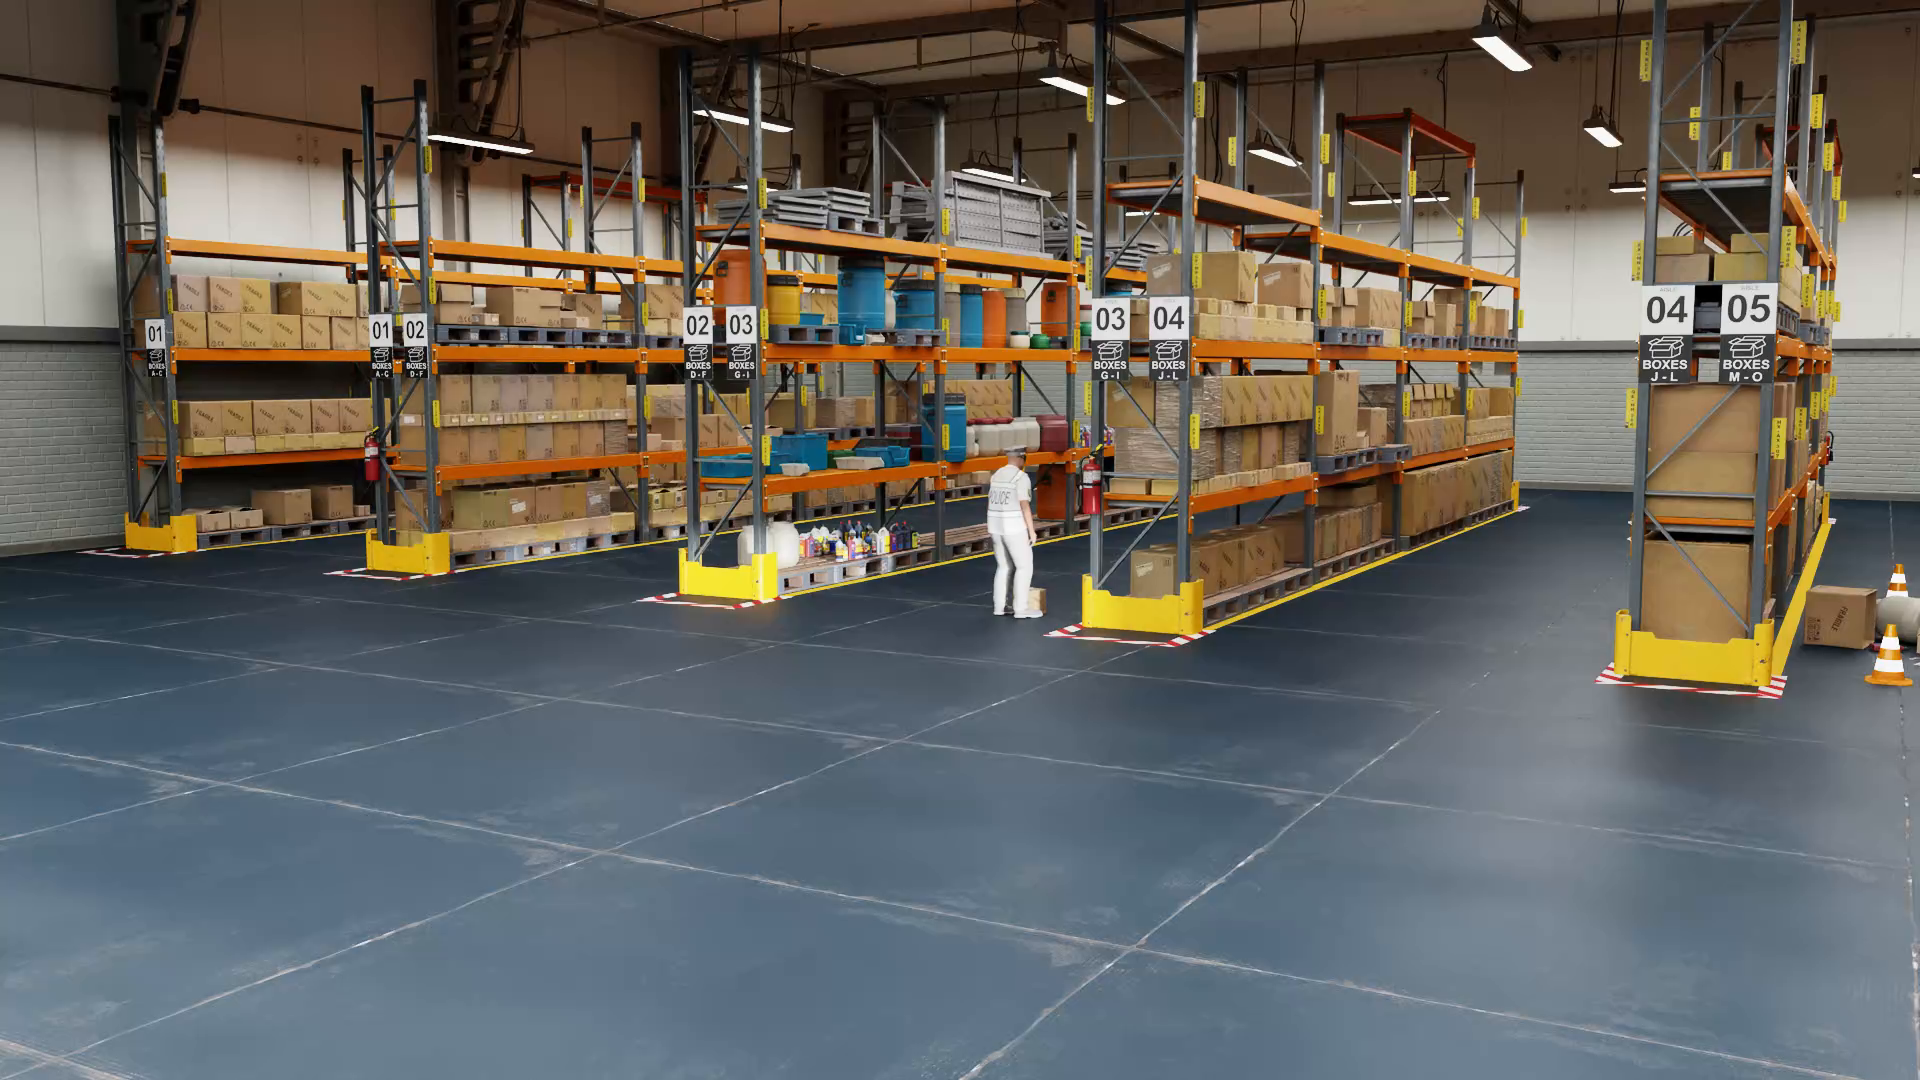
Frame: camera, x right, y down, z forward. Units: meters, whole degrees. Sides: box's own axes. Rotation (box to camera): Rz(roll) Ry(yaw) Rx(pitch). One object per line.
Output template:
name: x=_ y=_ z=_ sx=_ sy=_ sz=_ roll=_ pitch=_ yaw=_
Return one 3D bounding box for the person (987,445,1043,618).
person: x=0.523 y=-0.093 z=16.987 sx=0.435 sy=1.749 sz=0.585 roll=-5 pitch=8 yaw=-41
